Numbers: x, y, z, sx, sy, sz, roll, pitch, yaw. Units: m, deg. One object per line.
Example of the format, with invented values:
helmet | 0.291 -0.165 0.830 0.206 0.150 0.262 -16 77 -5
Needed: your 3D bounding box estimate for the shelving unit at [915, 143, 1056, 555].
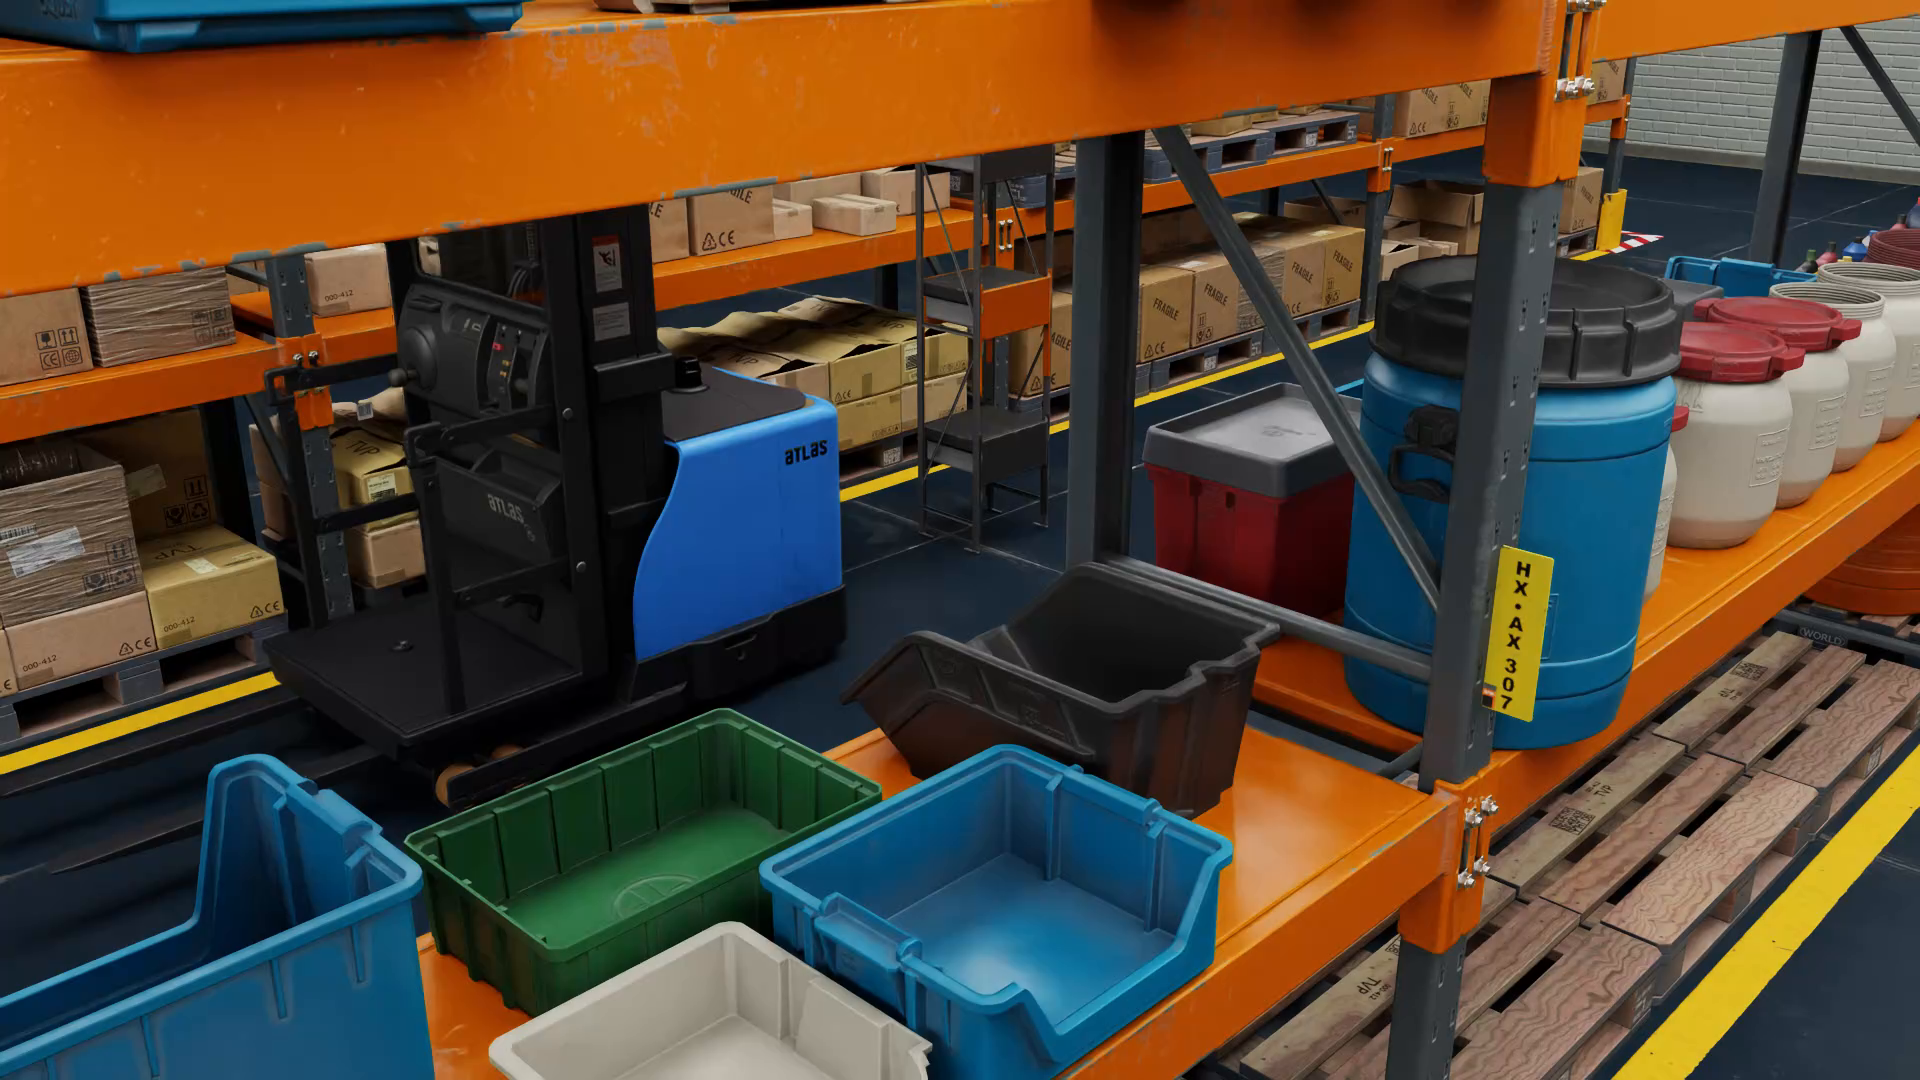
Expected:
shelving unit | 0.115 -1.023 7.809 0.431 2.100 0.503 19 28 41

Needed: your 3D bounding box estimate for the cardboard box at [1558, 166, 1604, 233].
cardboard box | 5.259 -3.000 14.571 0.500 0.500 0.500 19 28 41

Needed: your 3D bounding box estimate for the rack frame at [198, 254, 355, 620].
rack frame | -2.910 -1.079 6.700 1.000 3.000 0.127 19 28 41

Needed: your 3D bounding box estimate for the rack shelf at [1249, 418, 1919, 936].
rack shelf | 2.032 -0.016 4.939 1.077 0.370 4.000 19 28 41

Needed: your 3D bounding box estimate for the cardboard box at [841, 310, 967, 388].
cardboard box | -0.308 -1.085 9.182 0.500 0.311 0.500 -19 28 -41

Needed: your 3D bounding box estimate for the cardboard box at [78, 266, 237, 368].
cardboard box | -3.215 -1.010 6.381 0.700 0.500 0.500 18 28 39

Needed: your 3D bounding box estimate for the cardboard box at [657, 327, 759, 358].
cardboard box | -1.413 -0.952 8.837 0.500 0.311 0.500 18 28 39

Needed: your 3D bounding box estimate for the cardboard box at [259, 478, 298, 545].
cardboard box | -2.828 -0.170 7.584 0.500 0.250 0.500 19 28 40

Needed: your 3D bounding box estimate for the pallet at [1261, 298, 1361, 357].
pallet | 2.131 -1.615 11.982 1.003 0.211 1.213 19 28 41

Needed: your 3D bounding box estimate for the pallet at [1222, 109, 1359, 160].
pallet | 2.036 -2.867 11.621 1.003 0.211 1.213 19 28 41

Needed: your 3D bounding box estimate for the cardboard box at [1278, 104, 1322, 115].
cardboard box | 2.181 -3.312 11.786 0.700 0.500 0.500 9 23 23

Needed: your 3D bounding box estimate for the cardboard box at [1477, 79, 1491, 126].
cardboard box | 3.928 -3.505 12.873 0.500 0.500 0.500 19 28 40

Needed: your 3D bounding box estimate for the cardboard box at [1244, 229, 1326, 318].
cardboard box | 2.181 -1.850 11.578 0.500 0.500 0.500 19 28 41

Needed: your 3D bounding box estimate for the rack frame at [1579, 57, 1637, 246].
rack frame | 5.462 -4.163 14.725 1.000 3.000 0.127 19 28 41

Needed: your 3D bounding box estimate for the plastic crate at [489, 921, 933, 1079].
plastic crate | -0.314 0.766 2.268 0.530 0.136 0.437 19 28 41

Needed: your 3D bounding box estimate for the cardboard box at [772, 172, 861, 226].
cardboard box | -0.882 -1.884 8.919 0.500 0.311 0.500 19 28 40

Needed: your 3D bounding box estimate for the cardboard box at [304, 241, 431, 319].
cardboard box | -2.597 -1.146 7.085 0.500 0.250 0.500 -18 27 -39

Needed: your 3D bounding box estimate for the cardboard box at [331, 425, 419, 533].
cardboard box | -2.443 -0.297 7.132 0.500 0.311 0.500 19 28 41

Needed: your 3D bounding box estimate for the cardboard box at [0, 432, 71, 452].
cardboard box | -3.801 -0.170 6.538 0.500 0.500 0.500 19 28 41

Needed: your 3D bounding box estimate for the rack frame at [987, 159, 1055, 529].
rack frame | 0.286 -1.085 7.972 0.400 2.100 0.015 19 28 41

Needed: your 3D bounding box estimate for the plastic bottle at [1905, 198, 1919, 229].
plastic bottle | 4.342 -1.378 7.548 0.144 0.351 0.185 19 28 41

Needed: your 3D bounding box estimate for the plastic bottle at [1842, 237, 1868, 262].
plastic bottle | 3.794 -1.151 7.068 0.097 0.271 0.097 0 21 0

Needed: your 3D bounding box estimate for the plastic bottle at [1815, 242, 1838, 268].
plastic bottle | 3.565 -1.082 6.871 0.061 0.283 0.133 19 28 41

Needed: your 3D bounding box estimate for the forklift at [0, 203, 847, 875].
forklift | -1.854 -0.648 5.676 1.130 2.935 3.031 19 28 41

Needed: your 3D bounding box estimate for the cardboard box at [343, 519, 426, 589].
cardboard box | -2.451 -0.033 7.226 0.500 0.250 0.500 18 28 39

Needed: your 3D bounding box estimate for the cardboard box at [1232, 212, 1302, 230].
cardboard box | 2.159 -2.110 12.255 0.500 0.500 0.500 18 27 38

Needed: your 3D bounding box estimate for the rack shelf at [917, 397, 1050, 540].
rack shelf | 0.115 -0.357 8.065 0.431 0.518 0.480 19 28 41

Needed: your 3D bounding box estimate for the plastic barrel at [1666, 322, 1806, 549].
plastic barrel | 1.973 -0.281 4.435 0.433 0.535 0.433 0 21 0

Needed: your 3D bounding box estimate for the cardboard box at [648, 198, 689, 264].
cardboard box | -1.645 -1.583 7.872 0.500 0.500 0.500 19 28 41

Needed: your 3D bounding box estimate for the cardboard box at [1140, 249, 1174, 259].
cardboard box | 1.088 -1.714 11.224 0.500 0.500 0.500 18 27 39

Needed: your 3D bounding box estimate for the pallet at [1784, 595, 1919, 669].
pallet | 3.947 0.222 7.202 1.003 0.211 1.213 19 28 41

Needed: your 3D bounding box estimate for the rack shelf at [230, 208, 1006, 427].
rack shelf | -1.514 -1.257 8.167 1.077 0.370 4.000 19 28 41

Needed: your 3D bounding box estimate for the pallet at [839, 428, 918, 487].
pallet | -0.721 -0.603 9.350 1.003 0.211 1.213 19 28 41

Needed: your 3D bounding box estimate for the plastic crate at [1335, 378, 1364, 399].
plastic crate | 1.183 -0.192 4.415 0.392 0.384 0.575 19 28 41

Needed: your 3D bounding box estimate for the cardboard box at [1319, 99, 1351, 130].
cardboard box | 2.836 -3.374 12.534 0.500 0.500 0.500 -20 28 -41

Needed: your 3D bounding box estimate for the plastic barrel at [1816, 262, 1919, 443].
plastic barrel | 2.863 -0.600 5.300 0.421 0.512 0.421 0 21 0

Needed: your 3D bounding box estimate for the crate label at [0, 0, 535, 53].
crate label | -0.611 -0.539 1.322 0.502 0.251 0.408 19 28 41

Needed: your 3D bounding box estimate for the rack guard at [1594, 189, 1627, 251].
rack guard | 5.409 -2.977 15.123 1.175 0.500 0.348 19 28 41

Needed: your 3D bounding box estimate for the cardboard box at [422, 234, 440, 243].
cardboard box | -4.136 -2.186 12.452 0.500 0.500 0.700 -20 29 -41

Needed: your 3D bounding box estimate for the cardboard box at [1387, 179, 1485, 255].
cardboard box | 3.978 -2.659 13.679 0.797 0.503 0.637 19 28 41

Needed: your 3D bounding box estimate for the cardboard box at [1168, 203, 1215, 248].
cardboard box | 1.462 -2.203 11.452 0.500 0.250 0.500 19 28 41

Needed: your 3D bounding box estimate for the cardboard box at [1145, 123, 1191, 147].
cardboard box | 1.014 -2.727 10.264 0.500 0.500 0.700 -14 25 -32

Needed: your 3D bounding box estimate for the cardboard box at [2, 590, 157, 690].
cardboard box | -3.432 0.309 6.338 0.500 0.250 0.500 19 28 41

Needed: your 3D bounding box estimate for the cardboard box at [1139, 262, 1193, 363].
cardboard box | 1.118 -1.455 10.549 0.500 0.500 0.500 19 28 40

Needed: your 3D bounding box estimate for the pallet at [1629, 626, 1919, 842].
pallet | 2.859 0.625 6.155 1.003 0.211 1.213 19 28 41

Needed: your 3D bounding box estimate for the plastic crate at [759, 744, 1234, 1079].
plastic crate | 0.059 0.584 2.582 0.499 0.251 0.616 19 28 41
